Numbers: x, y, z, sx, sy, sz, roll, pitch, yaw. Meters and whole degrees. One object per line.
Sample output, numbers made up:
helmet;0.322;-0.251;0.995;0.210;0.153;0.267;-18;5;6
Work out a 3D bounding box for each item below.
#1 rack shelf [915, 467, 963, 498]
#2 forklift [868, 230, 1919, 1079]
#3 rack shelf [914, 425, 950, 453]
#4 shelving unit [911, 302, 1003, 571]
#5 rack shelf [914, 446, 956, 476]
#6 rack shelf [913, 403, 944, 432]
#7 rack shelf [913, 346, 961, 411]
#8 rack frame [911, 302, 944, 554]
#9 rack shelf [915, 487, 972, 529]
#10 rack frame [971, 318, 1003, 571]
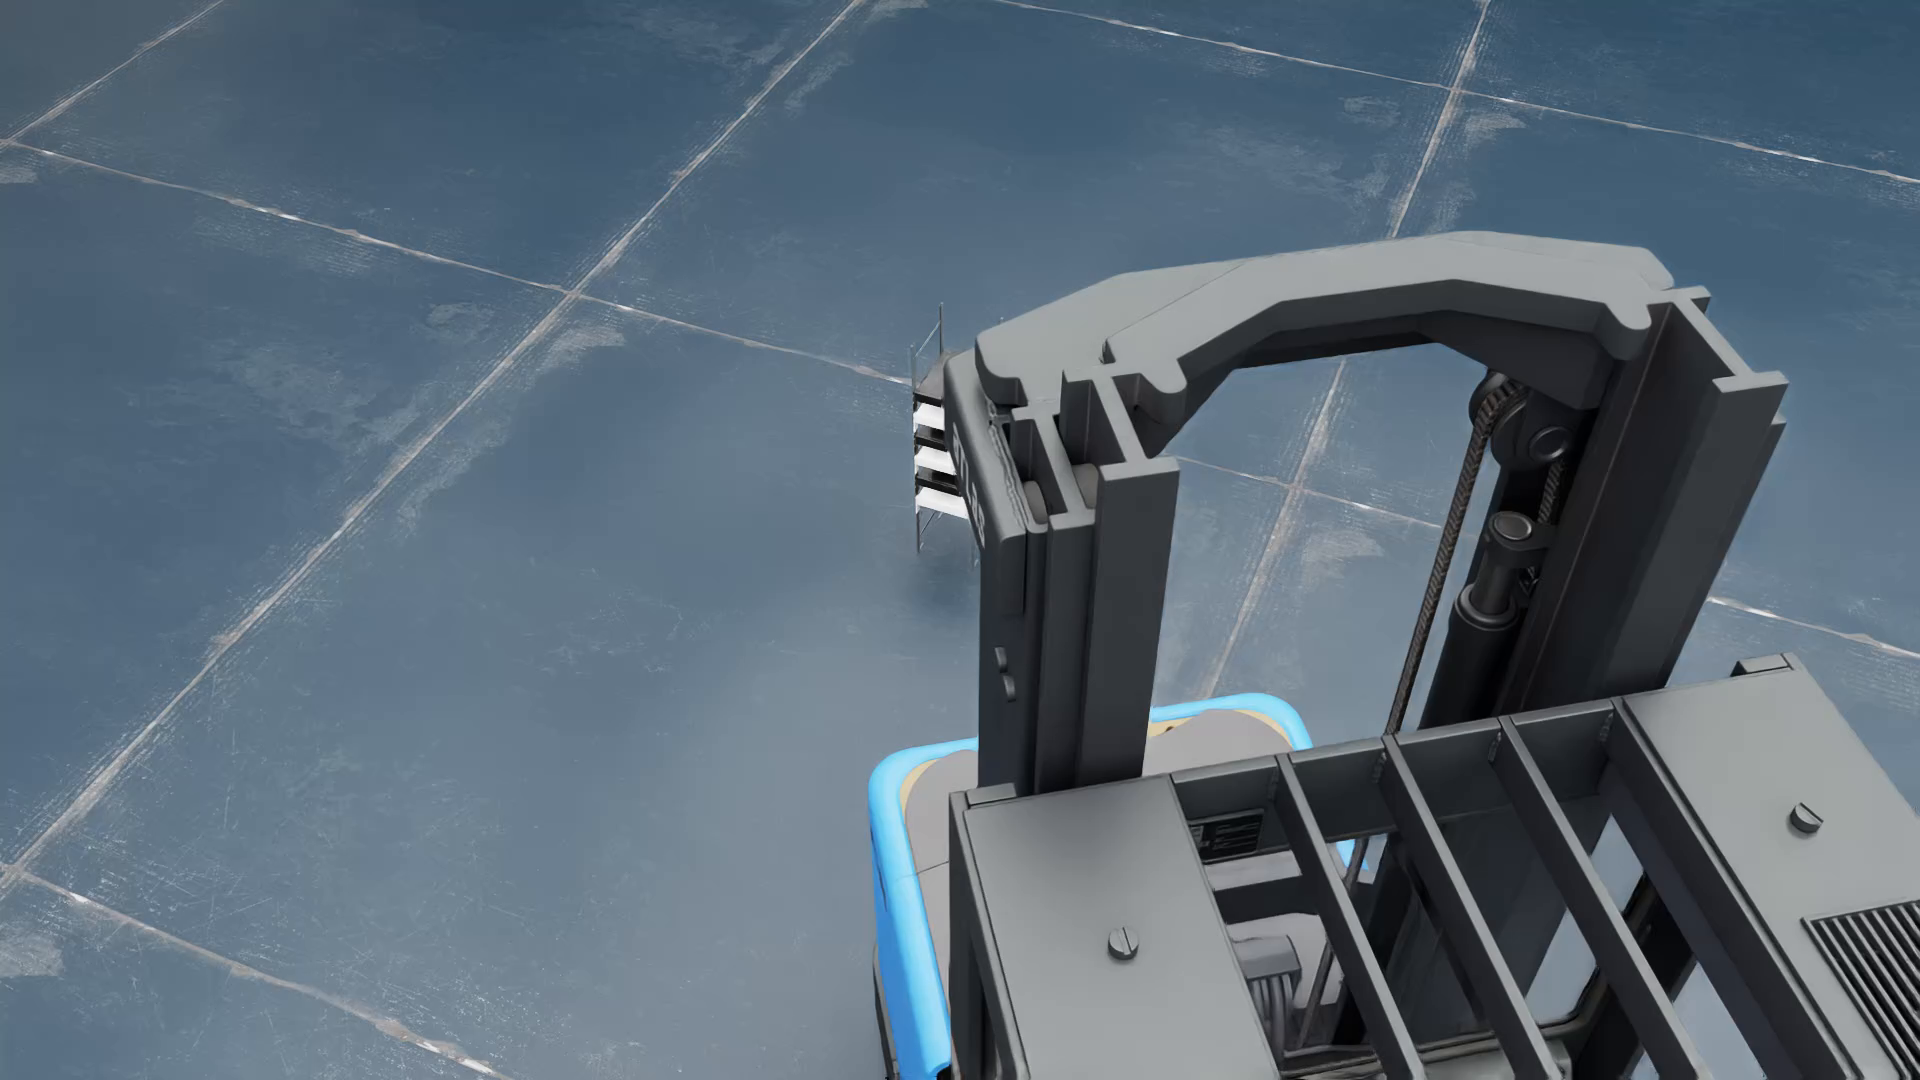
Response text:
rack shelf;-0.007;-0.234;5.522;0.200;0.077;0.258;16;47;16
forklift;0.579;1.155;2.511;1.130;2.935;3.031;-8;45;-8
rack shelf;-0.007;-0.361;5.395;0.200;0.077;0.258;16;47;16
shelving unit;-0.007;-0.321;5.435;0.210;0.900;0.258;16;47;16
rack shelf;-0.007;-0.298;5.458;0.200;0.077;0.258;16;47;16
rack shelf;-0.007;-0.425;5.331;0.200;0.077;0.258;16;47;16
rack shelf;-0.007;-0.489;5.268;0.200;0.077;0.258;16;47;16
rack frame;-0.101;-0.349;5.463;0.006;0.900;0.240;16;47;16
rack shelf;-0.007;-0.170;5.585;0.200;0.077;0.258;16;47;16
rack frame;0.086;-0.294;5.407;0.006;0.900;0.240;16;47;16
